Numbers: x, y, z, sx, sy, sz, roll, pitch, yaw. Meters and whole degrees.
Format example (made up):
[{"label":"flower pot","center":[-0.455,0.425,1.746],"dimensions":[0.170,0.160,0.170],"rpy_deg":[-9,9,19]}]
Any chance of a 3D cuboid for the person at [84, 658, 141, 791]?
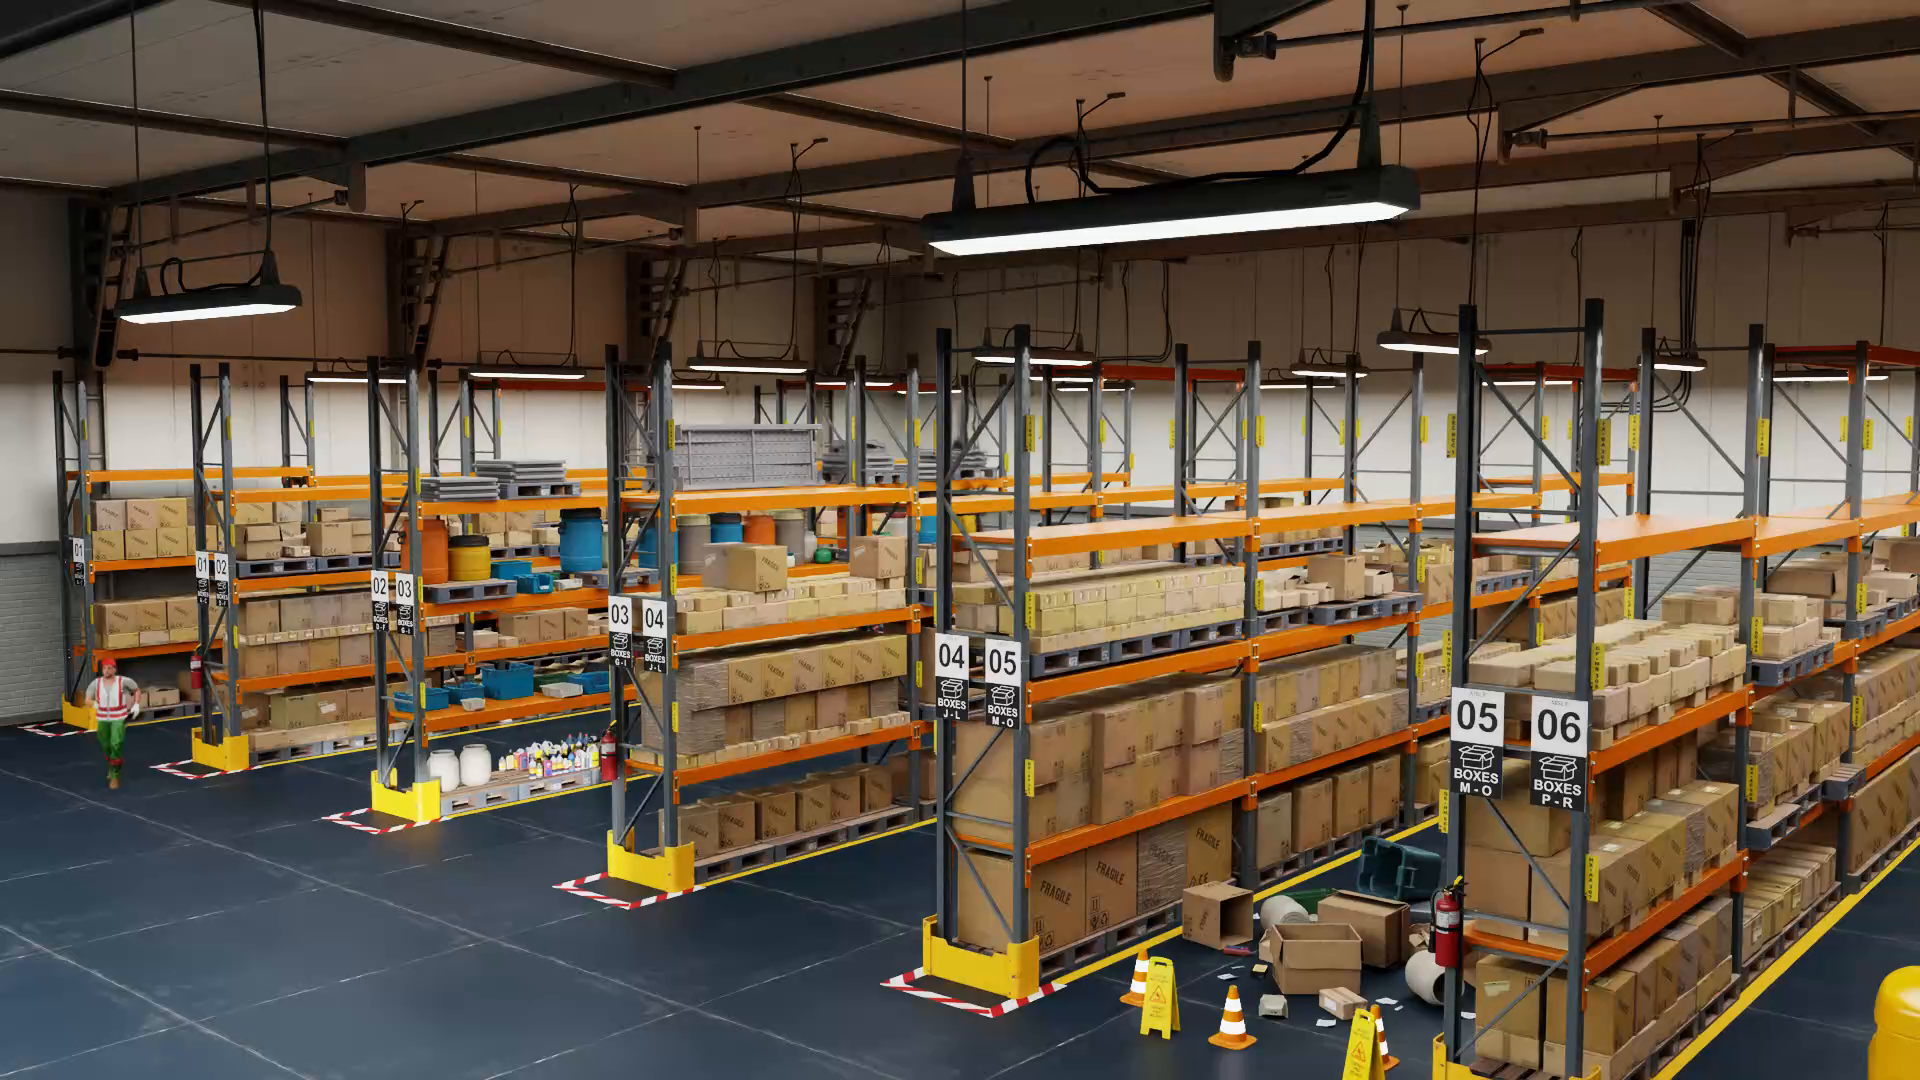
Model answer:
[{"label":"person","center":[-11.992,2.575,23.531],"dimensions":[0.681,1.847,0.803],"rpy_deg":[-1,4,-12]}]
